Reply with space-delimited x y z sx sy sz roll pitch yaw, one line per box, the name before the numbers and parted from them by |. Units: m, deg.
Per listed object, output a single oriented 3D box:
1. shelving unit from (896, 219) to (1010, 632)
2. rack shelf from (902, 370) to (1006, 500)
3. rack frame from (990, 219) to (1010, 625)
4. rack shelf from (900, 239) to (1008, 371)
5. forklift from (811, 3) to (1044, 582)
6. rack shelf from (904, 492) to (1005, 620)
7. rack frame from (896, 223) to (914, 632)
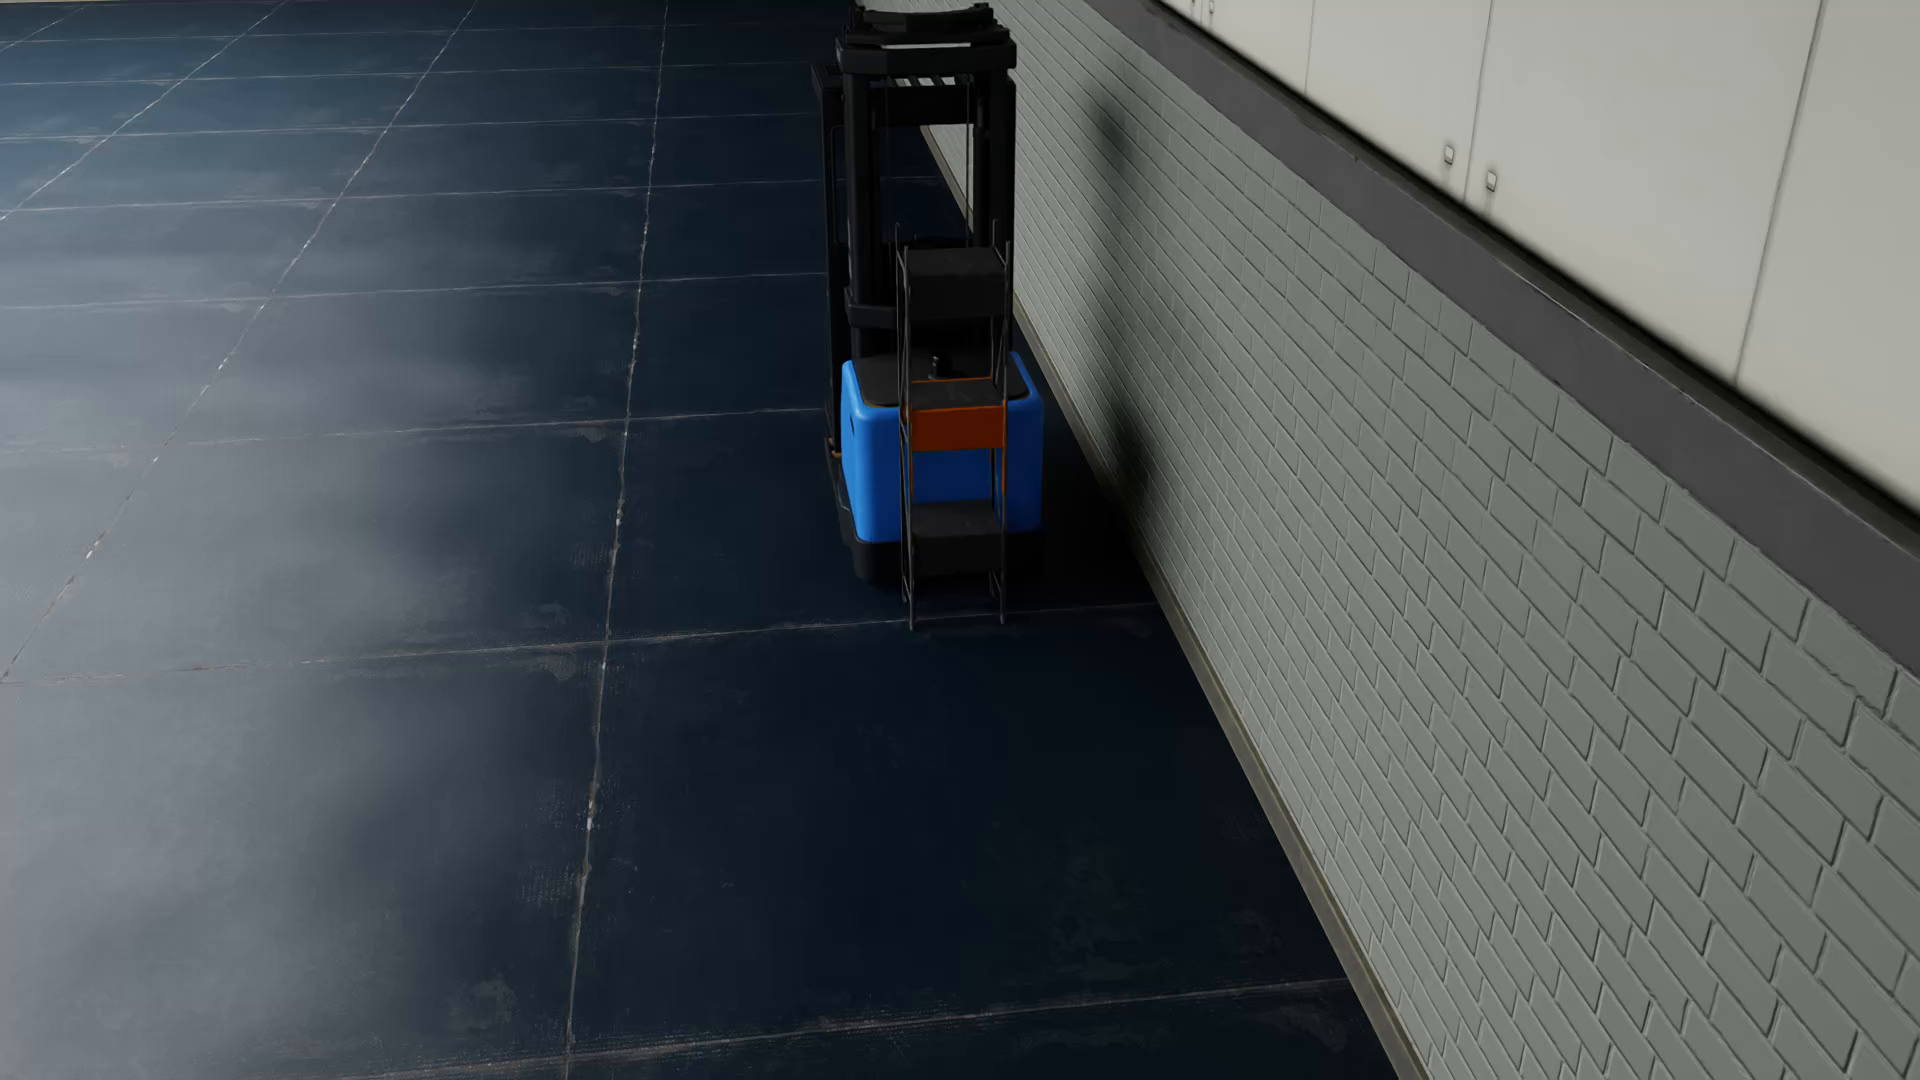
shelving unit | -0.038 -0.553 8.528 0.503 2.100 0.431 -4 27 -8
rack shelf | -0.038 -0.541 8.534 0.480 0.518 0.431 -4 27 -8
rack frame | 0.203 -0.570 8.561 0.015 2.100 0.400 -4 27 -8
rack shelf | -0.038 -1.164 8.215 0.480 0.518 0.431 -4 27 -8
forklift | -0.269 -1.720 9.892 1.130 2.935 3.031 -4 27 -8
rack shelf | -0.038 0.082 8.854 0.480 0.518 0.431 -4 27 -8
rack frame | -0.279 -0.536 8.495 0.015 2.100 0.400 -4 27 -8
